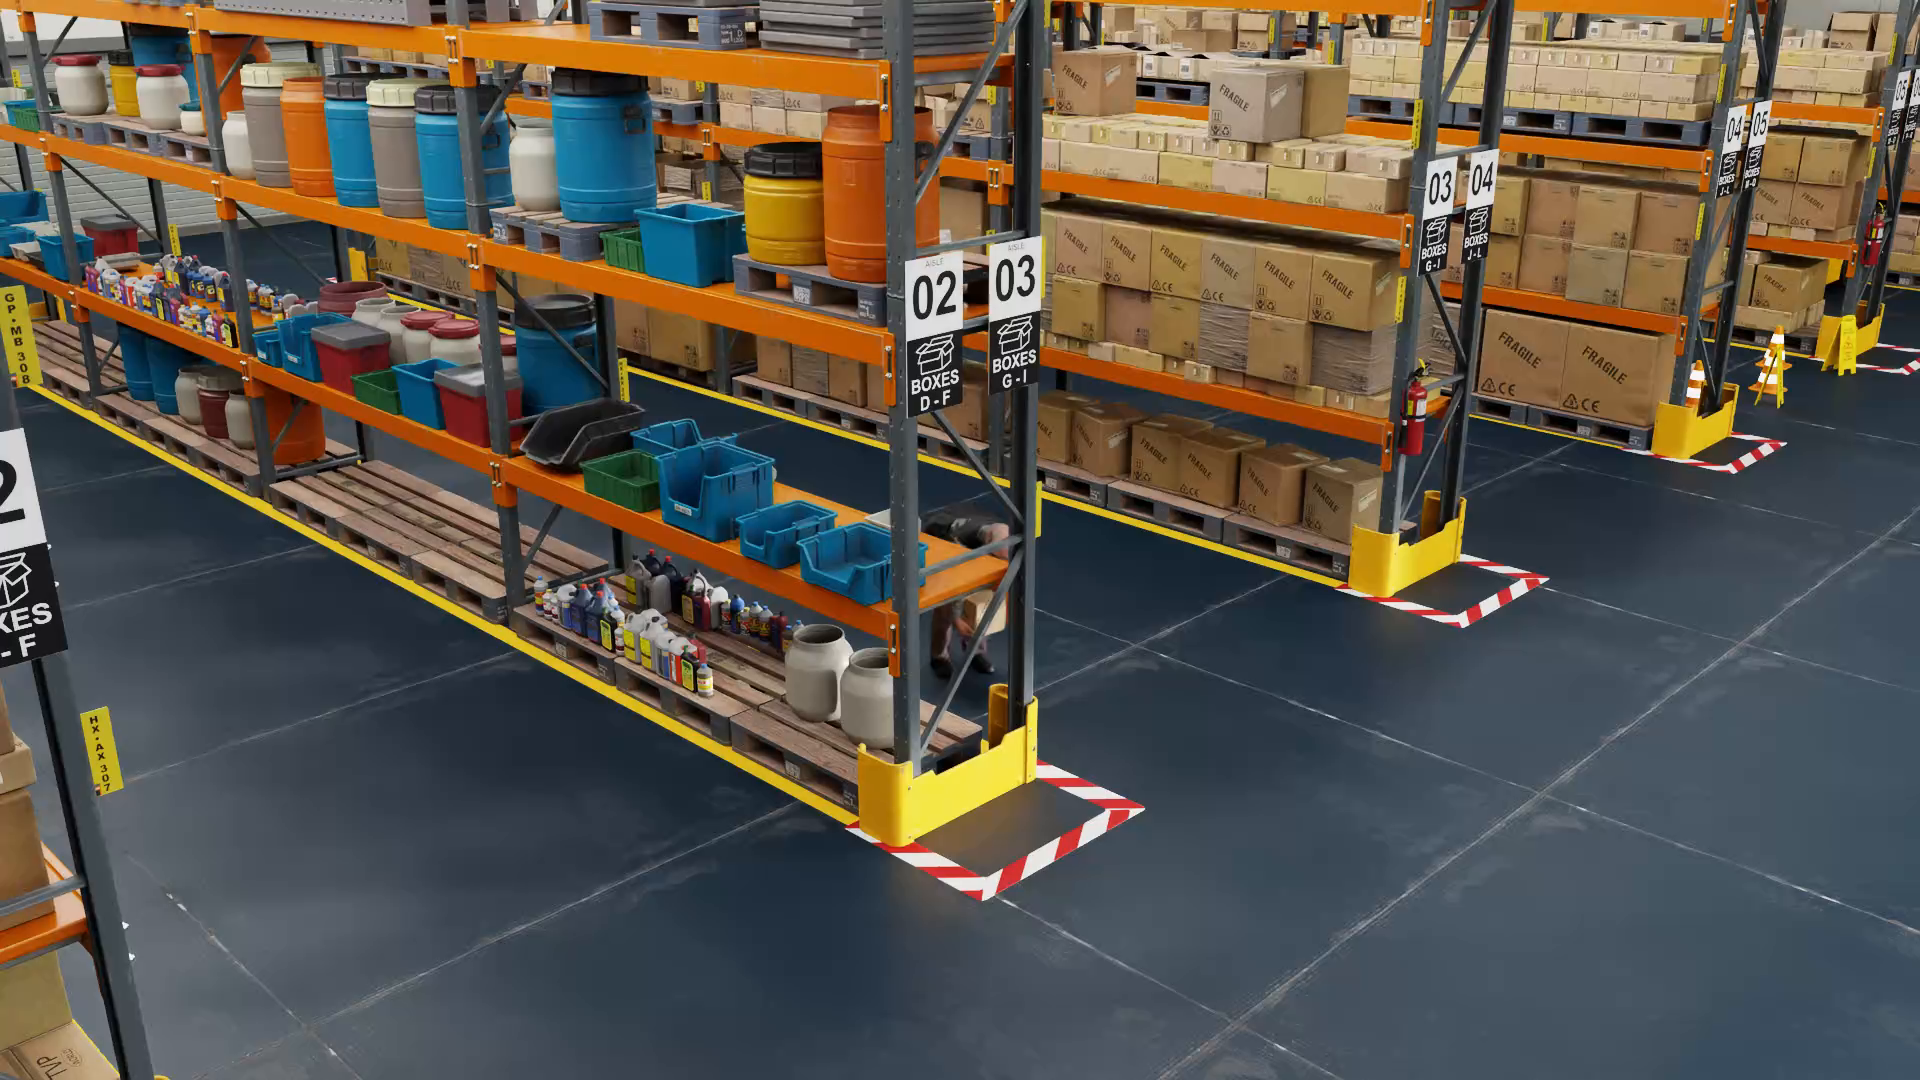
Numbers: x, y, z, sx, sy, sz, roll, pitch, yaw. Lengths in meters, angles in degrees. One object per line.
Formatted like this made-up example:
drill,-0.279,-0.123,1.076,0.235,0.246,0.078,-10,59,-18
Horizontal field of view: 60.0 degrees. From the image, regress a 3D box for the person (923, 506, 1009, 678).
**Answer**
person,0.098,0.361,10.875,0.457,1.214,0.937,-11,23,-27
